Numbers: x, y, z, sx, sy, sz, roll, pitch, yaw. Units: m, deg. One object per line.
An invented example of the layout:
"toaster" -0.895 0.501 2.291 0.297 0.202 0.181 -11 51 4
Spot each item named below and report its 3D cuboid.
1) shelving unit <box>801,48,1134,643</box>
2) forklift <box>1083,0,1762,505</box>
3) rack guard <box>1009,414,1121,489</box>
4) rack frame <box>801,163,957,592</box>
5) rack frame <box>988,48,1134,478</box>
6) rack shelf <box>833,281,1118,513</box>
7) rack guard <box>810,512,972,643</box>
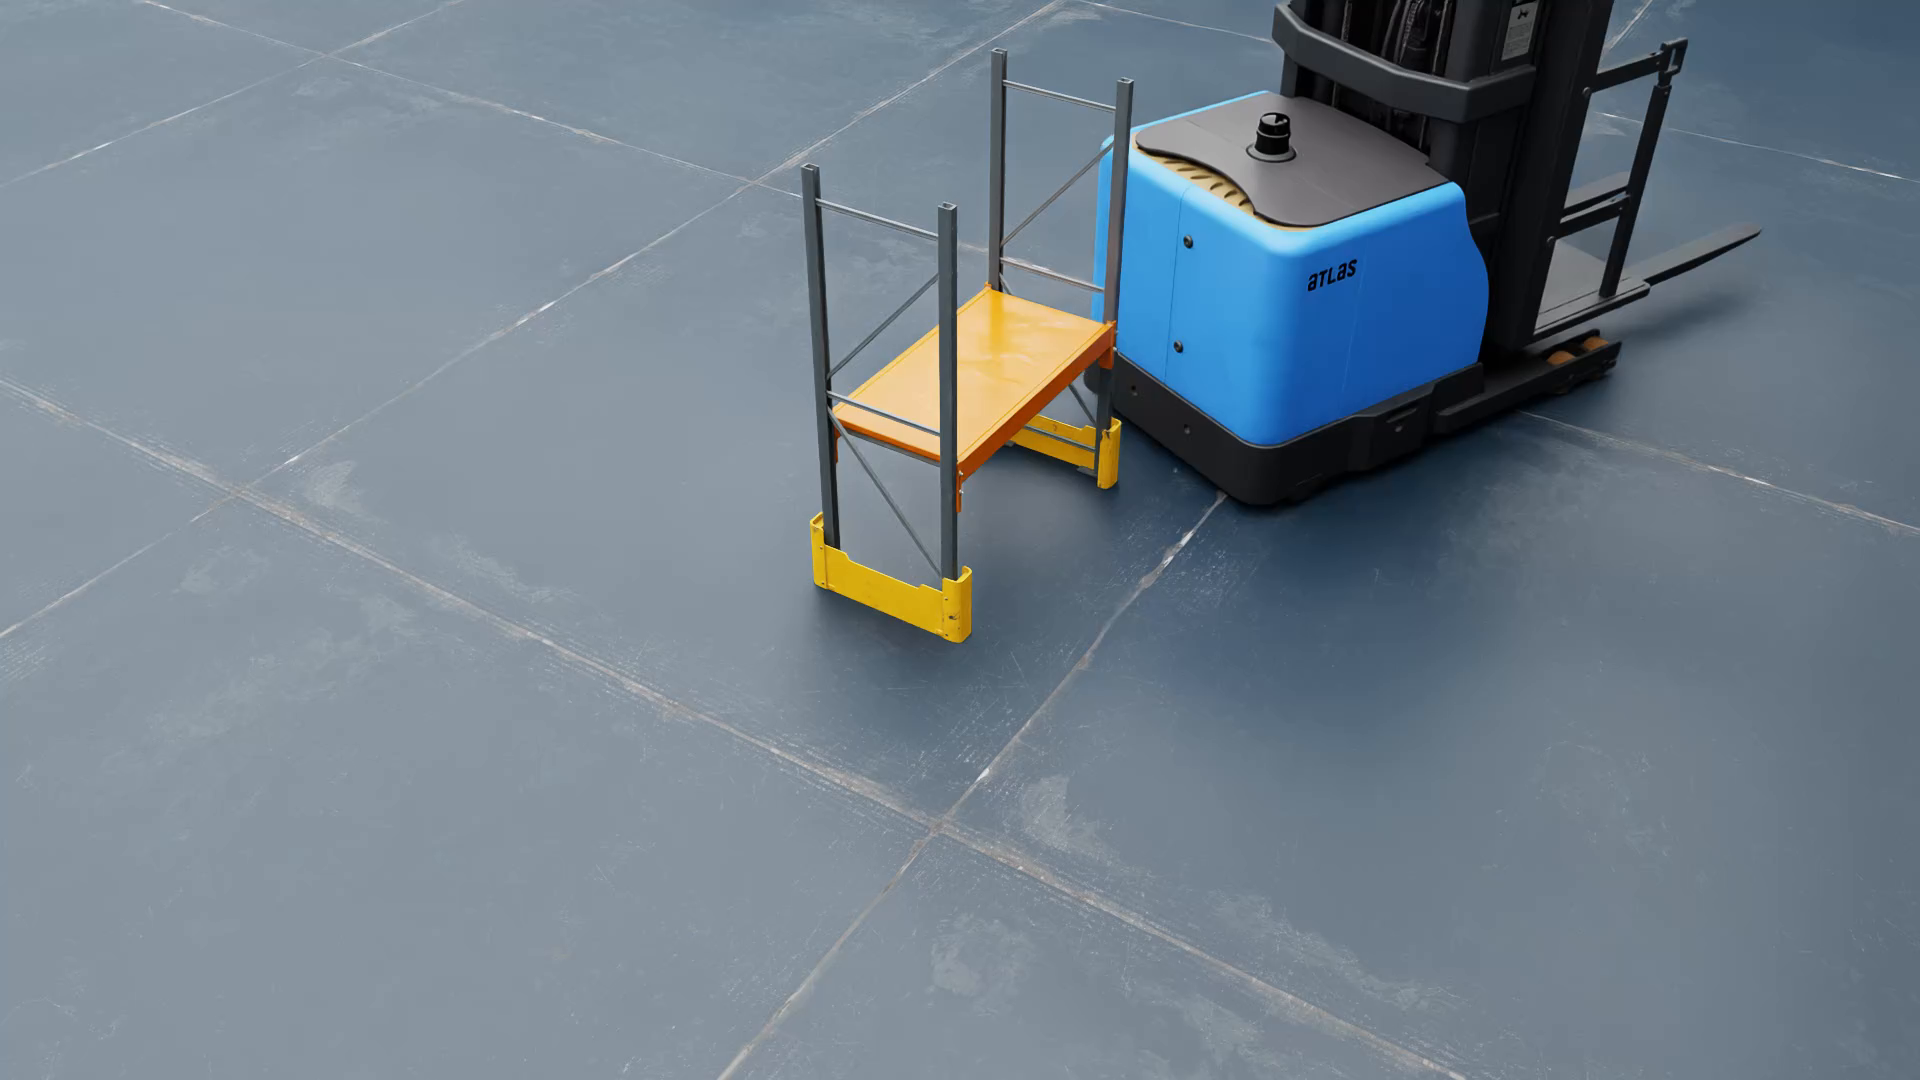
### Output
"shelving unit" 0.041 -0.633 5.343 0.587 1.500 1.083 21 42 25
"forklift" 1.989 -1.978 5.915 3.031 2.935 1.130 -22 43 -26
"rack guard" 0.308 -0.395 6.058 0.587 0.250 0.087 21 42 25
"rack frame" -0.227 -0.376 5.009 0.500 1.500 0.032 21 42 25
"rack frame" 0.318 -0.900 5.689 0.500 1.500 0.032 21 42 25
"rack shelf" 0.046 -0.496 5.459 0.538 0.185 1.000 21 42 25
"rack guard" -0.226 0.118 5.392 0.587 0.250 0.087 21 42 25
